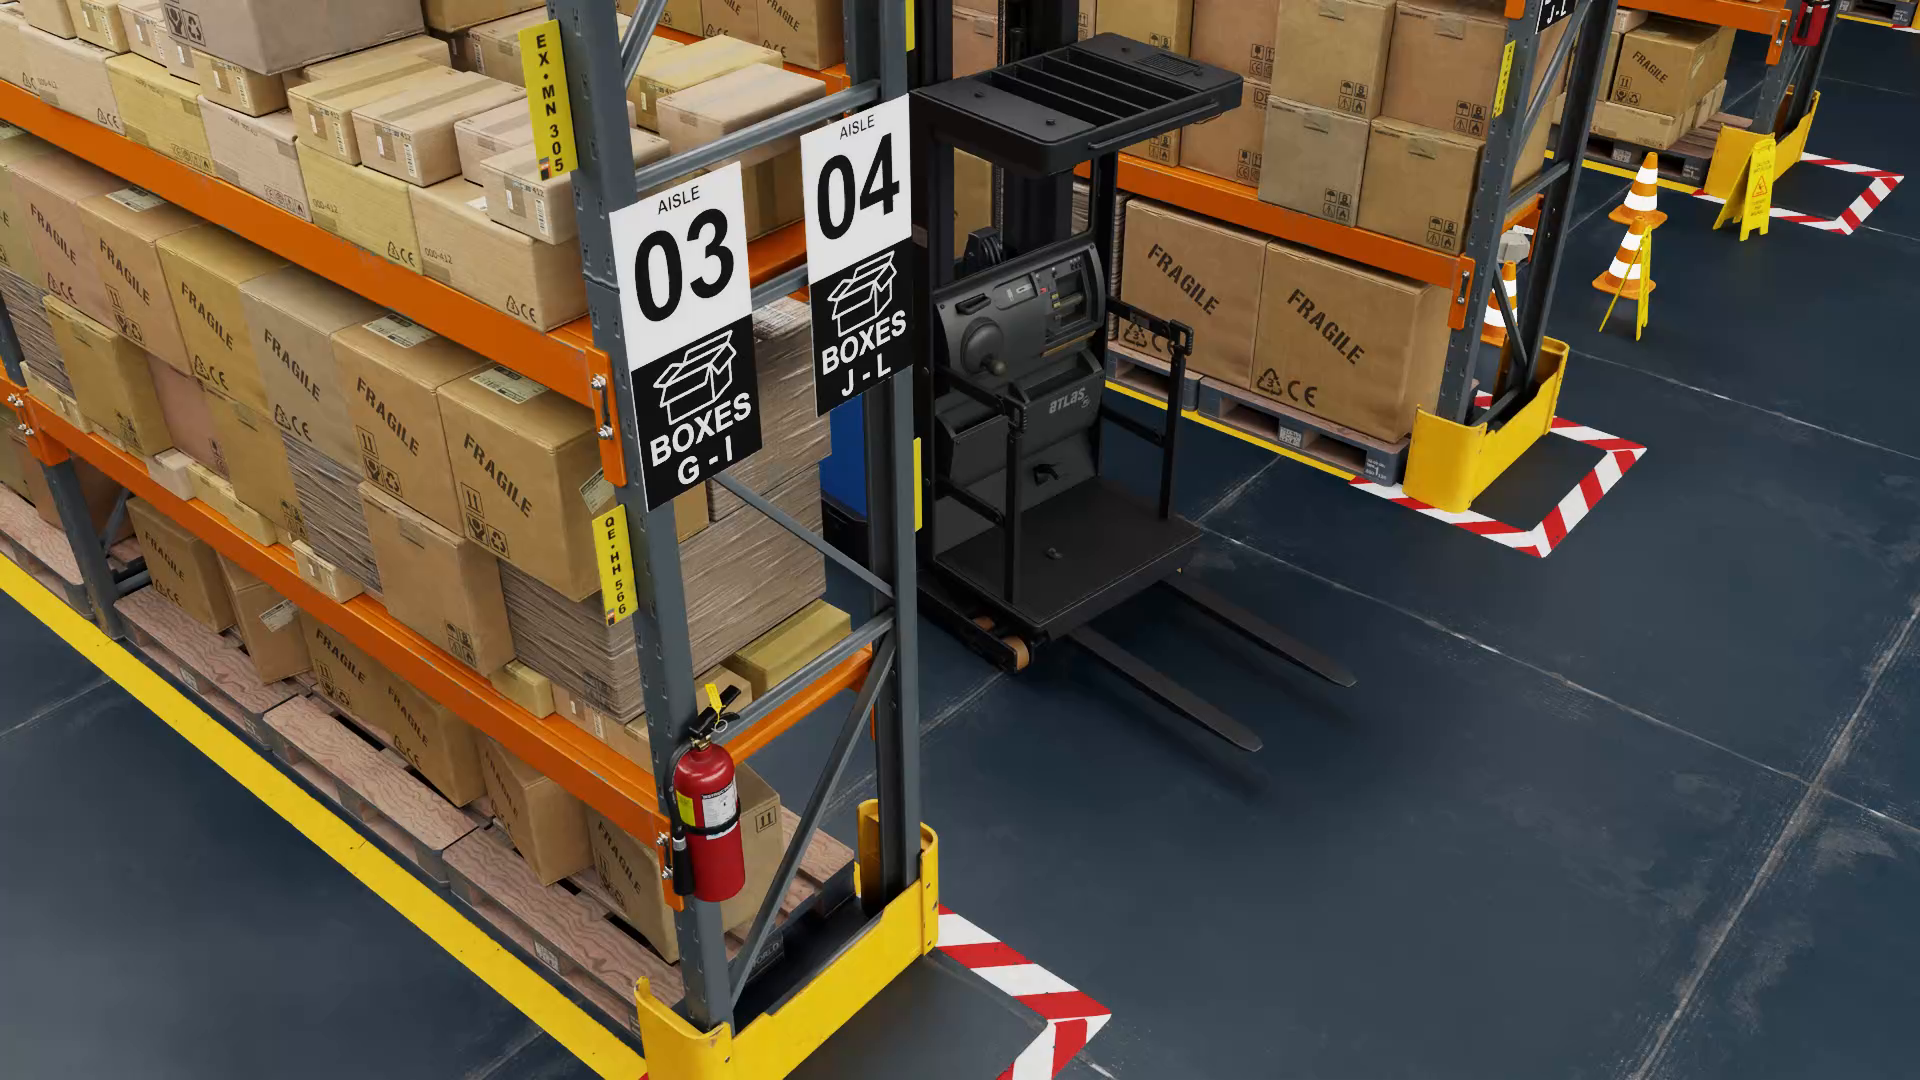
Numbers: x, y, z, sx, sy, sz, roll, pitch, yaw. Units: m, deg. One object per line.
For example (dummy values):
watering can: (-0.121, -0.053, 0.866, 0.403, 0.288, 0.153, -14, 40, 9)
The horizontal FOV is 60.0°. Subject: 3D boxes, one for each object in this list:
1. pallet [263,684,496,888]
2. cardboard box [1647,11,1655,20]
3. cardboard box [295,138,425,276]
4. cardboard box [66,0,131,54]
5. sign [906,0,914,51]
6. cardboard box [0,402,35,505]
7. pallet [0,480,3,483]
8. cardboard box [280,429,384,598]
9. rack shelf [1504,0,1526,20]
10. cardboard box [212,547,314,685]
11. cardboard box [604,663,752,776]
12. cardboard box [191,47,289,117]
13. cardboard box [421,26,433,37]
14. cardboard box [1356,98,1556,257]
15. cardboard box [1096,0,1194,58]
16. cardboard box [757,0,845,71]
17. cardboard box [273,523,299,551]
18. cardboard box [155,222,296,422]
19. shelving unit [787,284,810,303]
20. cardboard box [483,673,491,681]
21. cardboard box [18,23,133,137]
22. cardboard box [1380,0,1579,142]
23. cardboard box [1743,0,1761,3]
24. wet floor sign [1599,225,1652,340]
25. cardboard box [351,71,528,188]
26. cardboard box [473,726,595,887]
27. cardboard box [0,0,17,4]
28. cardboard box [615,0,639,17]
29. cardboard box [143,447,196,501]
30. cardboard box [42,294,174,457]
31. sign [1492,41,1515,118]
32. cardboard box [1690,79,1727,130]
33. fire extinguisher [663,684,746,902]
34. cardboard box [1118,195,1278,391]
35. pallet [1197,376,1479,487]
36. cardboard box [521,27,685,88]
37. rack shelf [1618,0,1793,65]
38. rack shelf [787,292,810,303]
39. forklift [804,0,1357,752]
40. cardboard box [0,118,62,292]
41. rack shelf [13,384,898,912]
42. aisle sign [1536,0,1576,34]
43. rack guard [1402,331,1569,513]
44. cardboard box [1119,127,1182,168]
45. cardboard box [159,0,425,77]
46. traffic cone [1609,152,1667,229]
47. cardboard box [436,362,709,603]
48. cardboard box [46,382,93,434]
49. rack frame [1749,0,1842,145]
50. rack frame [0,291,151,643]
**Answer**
pallet: (-2.093, 0.810, 6.884, 1.213, 0.211, 1.003, 25, 42, 32)
cardboard box: (4.975, -3.829, 12.571, 0.500, 0.500, 0.500, 24, 41, 30)
cardboard box: (-1.418, -0.978, 4.508, 0.500, 0.250, 0.500, 26, 42, 32)
cardboard box: (-2.495, -1.640, 5.119, 0.250, 0.149, 0.380, 24, 41, 31)
sign: (-0.152, -1.393, 4.207, 0.005, 0.325, 0.100, 25, 42, 32)
cardboard box: (-4.386, -0.573, 8.253, 0.500, 0.500, 0.700, 25, 42, 32)
pallet: (-5.115, -0.583, 8.912, 1.213, 0.211, 1.003, 25, 42, 32)
cardboard box: (-1.722, -0.264, 5.633, 0.500, 0.500, 0.875, 25, 42, 32)
rack shelf: (1.215, -3.346, 8.458, 4.000, 0.370, 1.077, 25, 42, 32)
cardboard box: (-2.847, 0.215, 7.125, 0.500, 0.500, 0.500, -19, 39, -26)
cardboard box: (-0.851, 0.530, 5.050, 0.250, 0.149, 0.380, 25, 42, 32)
cardboard box: (-1.908, -1.338, 4.680, 0.250, 0.149, 0.380, 23, 41, 30)
cardboard box: (-1.541, -1.585, 5.039, 0.250, 0.149, 0.380, 23, 41, 30)
cardboard box: (2.438, -1.858, 8.173, 0.550, 0.550, 0.875, 25, 42, 32)
cardboard box: (1.176, -2.896, 8.731, 0.500, 0.550, 0.875, 25, 42, 32)
cardboard box: (-0.894, -3.244, 10.236, 0.500, 0.500, 0.500, 25, 42, 32)
cardboard box: (-2.218, -0.088, 5.951, 0.250, 0.149, 0.380, 25, 42, 32)
cardboard box: (-2.230, -0.773, 5.492, 0.500, 0.500, 0.500, 25, 42, 32)
shelving unit: (-0.760, -0.989, 8.630, 0.258, 1.200, 0.503, -27, 43, -33)
cardboard box: (-1.450, 0.274, 5.423, 0.250, 0.149, 0.380, 25, 42, 32)
cardboard box: (-2.607, -1.535, 5.318, 0.500, 0.250, 0.500, 23, 41, 30)
cardboard box: (2.491, -2.340, 7.921, 0.550, 0.550, 0.875, 25, 42, 32)
cardboard box: (5.417, -3.810, 11.371, 0.250, 0.149, 0.380, 27, 43, 33)
wet floor sign: (4.041, -1.562, 9.954, 0.232, 0.644, 0.267, 18, 38, 24)
cardboard box: (-1.318, -1.061, 4.275, 0.250, 0.149, 0.380, 23, 41, 30)
cardboard box: (-1.450, 0.862, 6.182, 0.500, 0.500, 0.500, -22, 40, -28)
cardboard box: (-3.077, -1.921, 5.529, 0.250, 0.149, 0.380, 26, 42, 32)
cardboard box: (-2.063, -3.793, 11.035, 0.500, 0.500, 0.500, 25, 42, 31)
cardboard box: (-2.843, -0.327, 6.298, 0.250, 0.149, 0.380, 25, 42, 32)
cardboard box: (-2.905, -0.786, 6.394, 0.500, 0.500, 0.875, 25, 42, 32)
sign: (2.394, -2.025, 7.317, 0.005, 0.325, 0.100, 25, 42, 32)
cardboard box: (5.398, -3.324, 12.498, 0.500, 0.250, 0.500, 25, 42, 31)
fire extinguisher: (-0.706, 0.714, 4.629, 0.183, 0.674, 0.296, 25, 42, 32)
cardboard box: (1.511, -1.513, 9.310, 0.875, 0.875, 0.875, 25, 41, 31)
pallet: (2.087, -0.787, 9.210, 1.213, 0.211, 1.003, 25, 42, 32)
cardboard box: (-0.973, -1.273, 4.585, 0.250, 0.149, 0.380, 24, 41, 31)
rack shelf: (4.304, -4.299, 12.496, 4.000, 0.370, 1.077, 25, 42, 32)
rack shelf: (-0.760, -1.118, 8.541, 0.258, 0.148, 0.480, -27, 43, -33)
forklift: (0.414, -0.945, 7.037, 1.130, 2.935, 3.031, -27, 43, -33)
cardboard box: (-3.390, -1.311, 6.275, 0.500, 0.500, 0.500, 25, 42, 32)
rack shelf: (-2.036, 0.012, 6.218, 4.000, 0.370, 1.077, 25, 42, 32)
aisle sign: (2.614, -2.597, 7.085, 0.004, 0.787, 0.394, 25, 42, 32)
rack guard: (2.770, -0.642, 8.744, 0.348, 0.500, 1.175, 25, 42, 32)
cardboard box: (1.217, -2.479, 9.078, 0.500, 0.550, 0.875, 25, 42, 32)
cardboard box: (-1.853, -1.618, 4.514, 0.500, 0.500, 0.500, 25, 42, 32)
traffic cone: (4.685, -2.420, 11.366, 0.334, 0.463, 0.336, 25, 42, 32)
cardboard box: (-1.080, -0.228, 4.698, 0.500, 0.500, 0.500, 25, 42, 32)
cardboard box: (-3.417, -0.600, 6.696, 0.250, 0.149, 0.380, 25, 42, 32)
rack frame: (5.841, -3.872, 11.238, 0.127, 3.000, 1.000, 25, 42, 32)
rack frame: (-3.573, -1.009, 7.069, 0.127, 3.000, 1.000, 25, 42, 32)
